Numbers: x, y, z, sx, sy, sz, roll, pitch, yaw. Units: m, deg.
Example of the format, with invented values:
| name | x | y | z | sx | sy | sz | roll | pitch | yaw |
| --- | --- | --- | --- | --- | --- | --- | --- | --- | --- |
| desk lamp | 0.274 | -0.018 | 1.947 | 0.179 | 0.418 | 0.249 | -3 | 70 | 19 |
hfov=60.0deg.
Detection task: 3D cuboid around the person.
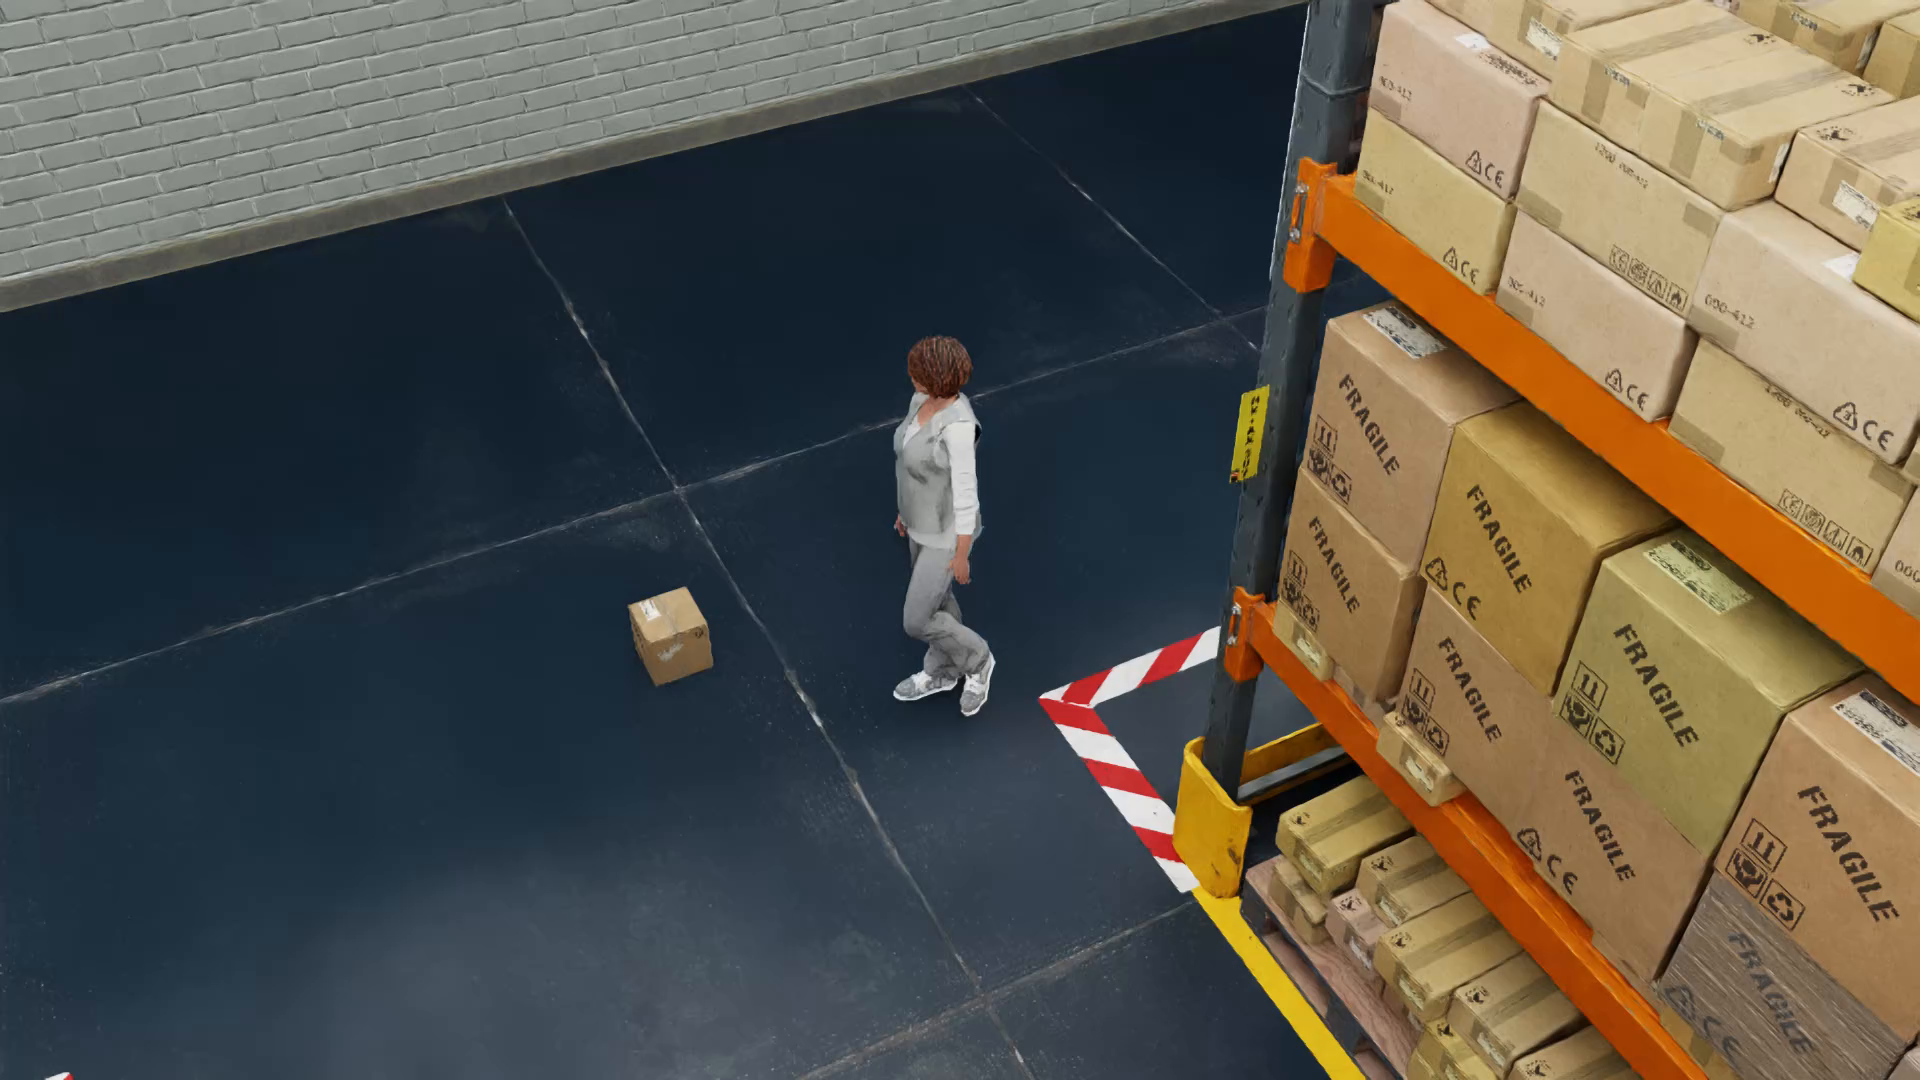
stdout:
| name | x | y | z | sx | sy | sz | roll | pitch | yaw |
| --- | --- | --- | --- | --- | --- | --- | --- | --- | --- |
| person | -0.089 | -0.022 | 6.171 | 0.396 | 1.591 | 0.528 | -13 | 44 | -14 |
